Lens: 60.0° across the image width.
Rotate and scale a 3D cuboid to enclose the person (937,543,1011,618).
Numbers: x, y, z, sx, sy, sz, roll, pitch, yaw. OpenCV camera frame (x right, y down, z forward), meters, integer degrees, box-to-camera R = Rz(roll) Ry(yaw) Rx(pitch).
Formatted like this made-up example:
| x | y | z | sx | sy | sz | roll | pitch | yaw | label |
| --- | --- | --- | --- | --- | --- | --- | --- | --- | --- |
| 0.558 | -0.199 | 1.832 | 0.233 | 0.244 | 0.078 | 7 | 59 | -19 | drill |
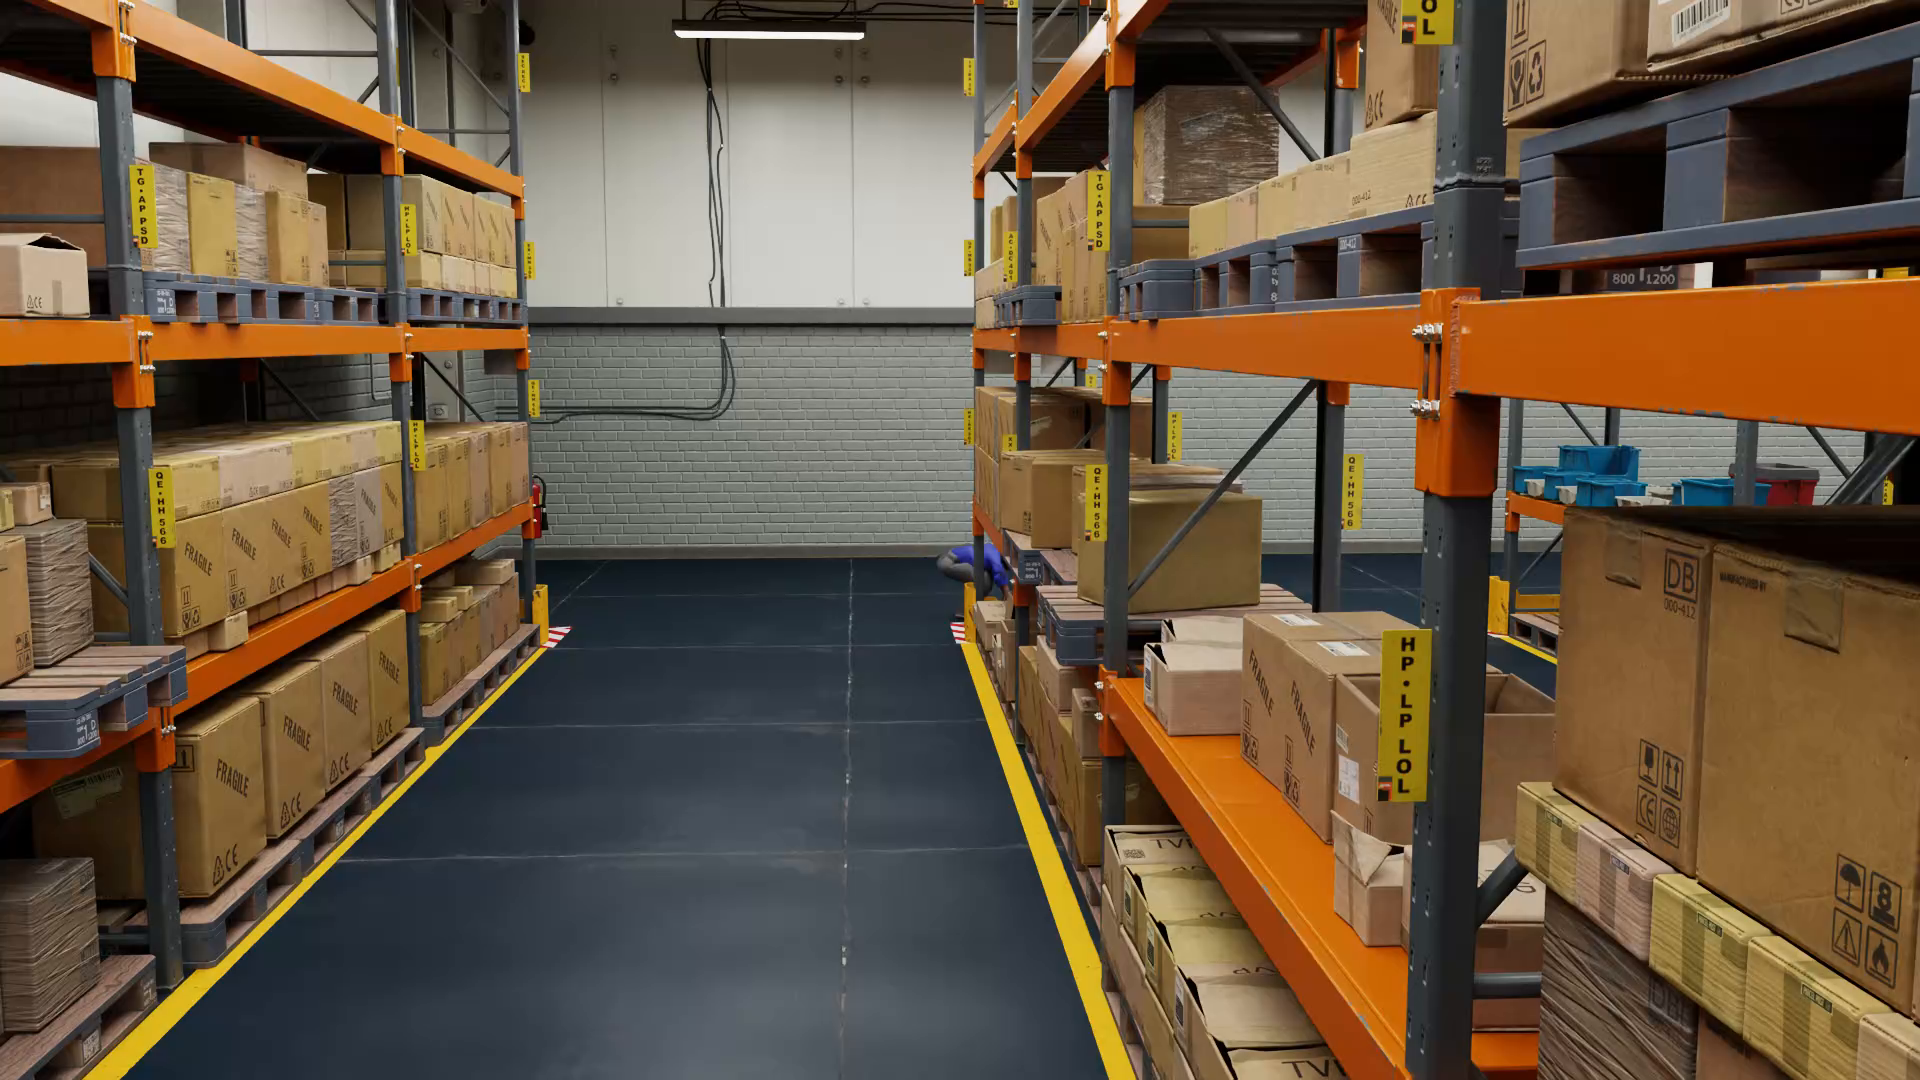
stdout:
| x | y | z | sx | sy | sz | roll | pitch | yaw | label |
| --- | --- | --- | --- | --- | --- | --- | --- | --- | --- |
| 0.213 | 0.410 | 16.313 | 0.876 | 0.747 | 0.496 | 0 | 7 | 0 | person |
